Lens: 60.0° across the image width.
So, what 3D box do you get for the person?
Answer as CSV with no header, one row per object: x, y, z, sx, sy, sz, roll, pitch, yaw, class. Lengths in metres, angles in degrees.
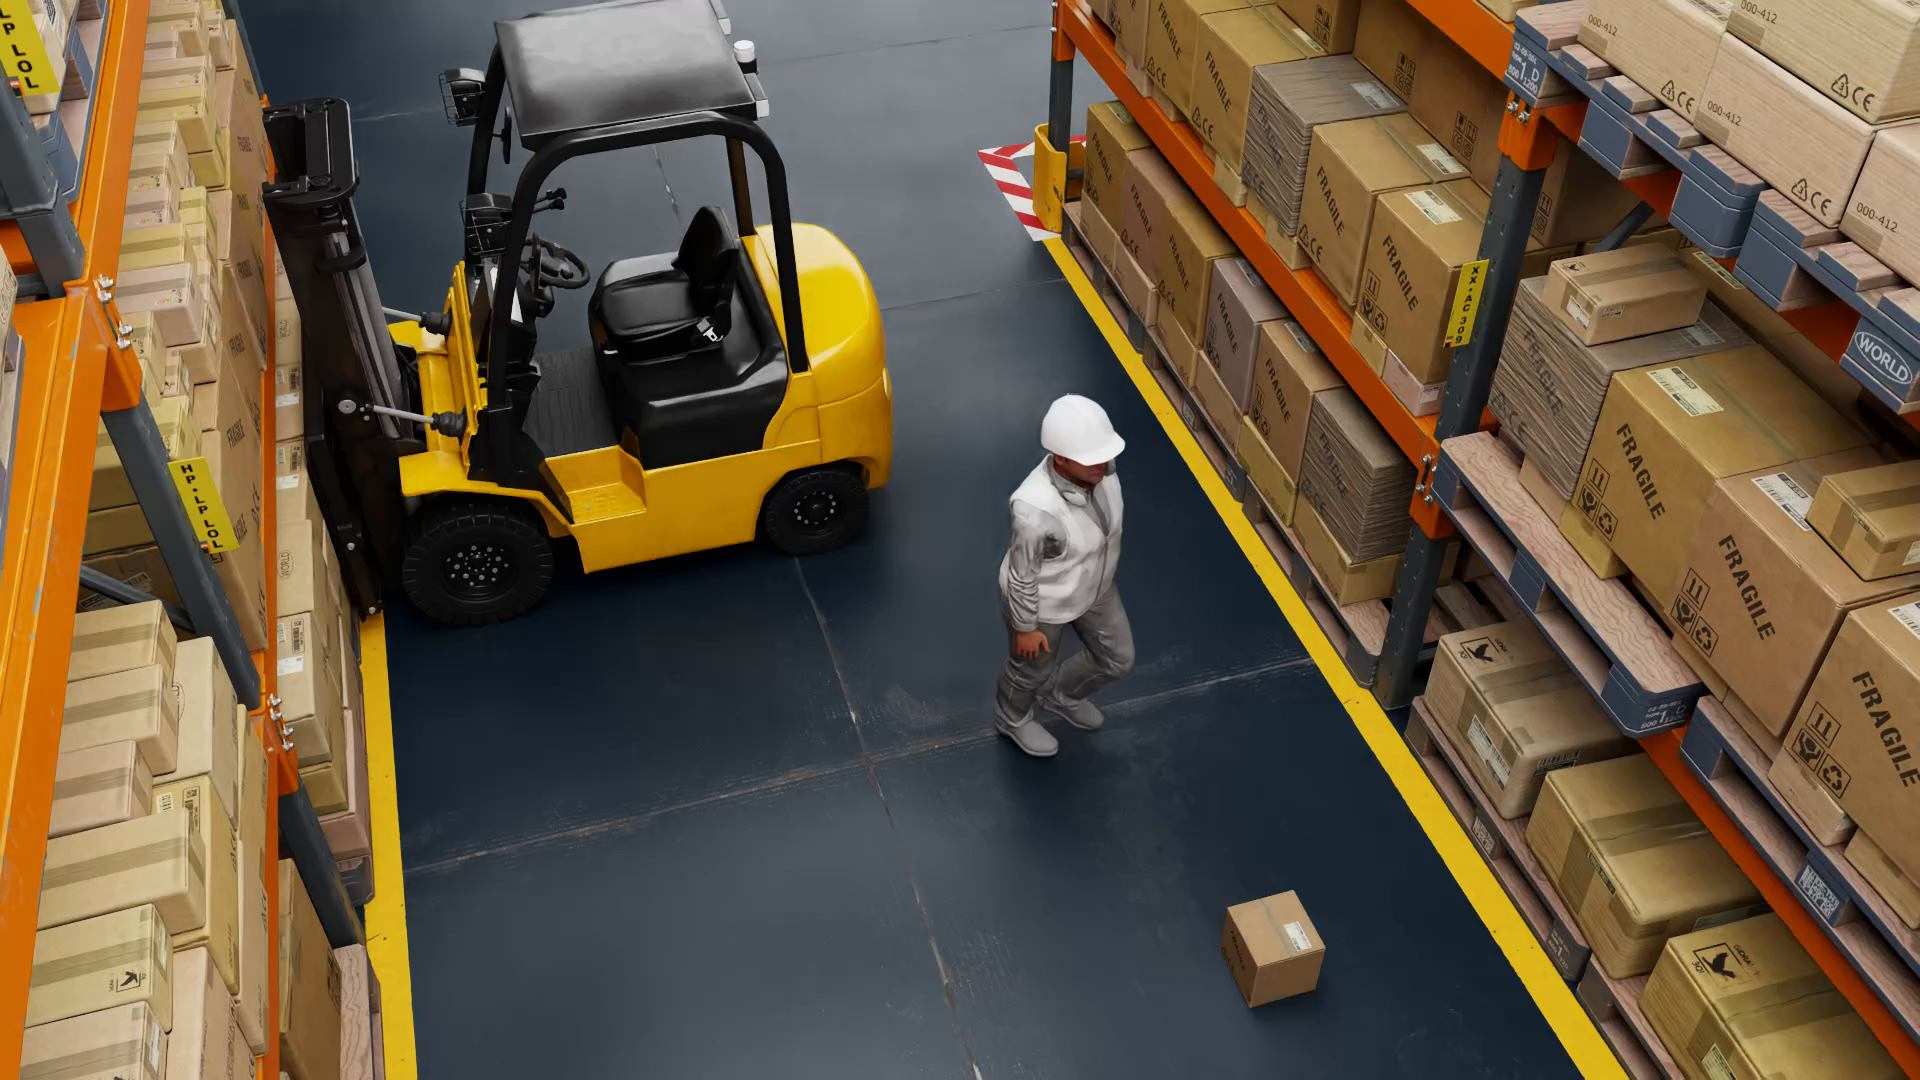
0.333,0.164,5.930,0.529,1.756,0.564,29,50,29,person
